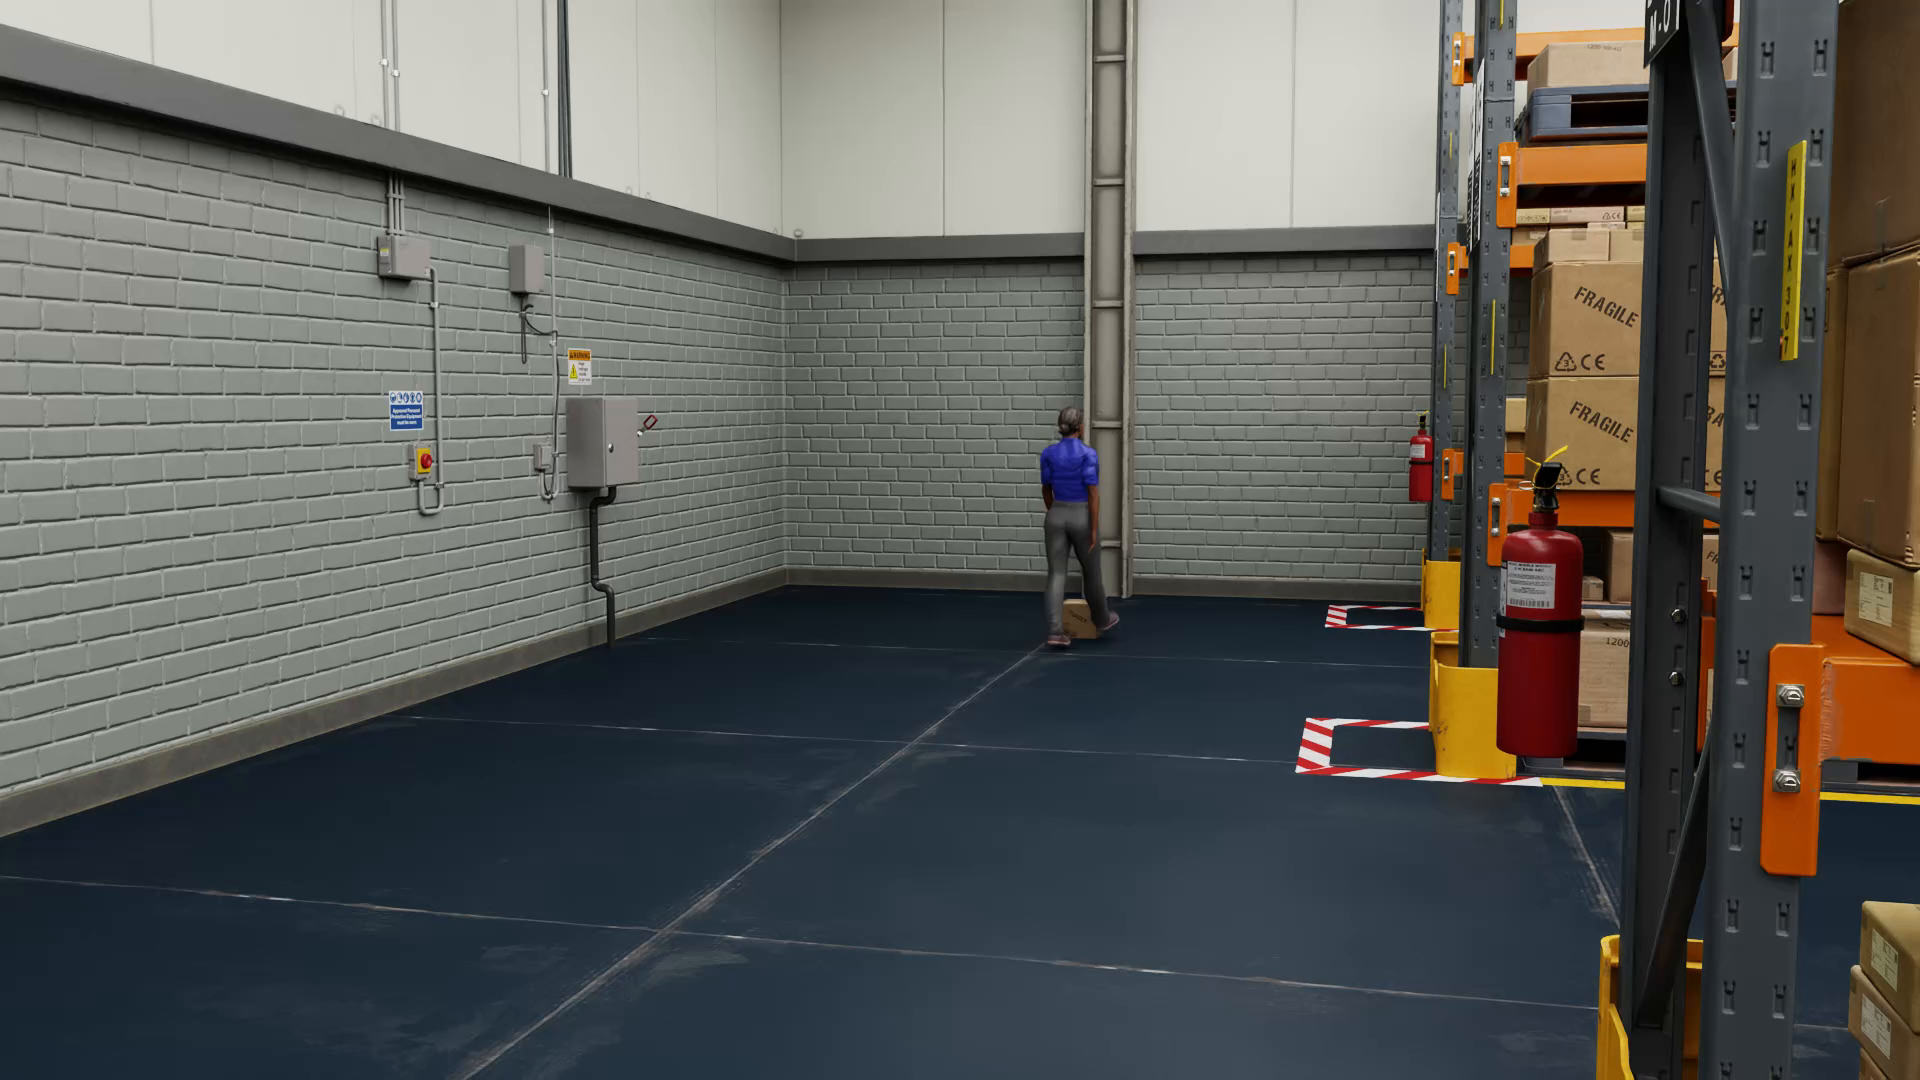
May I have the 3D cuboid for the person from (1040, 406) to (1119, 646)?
[{"bbox_3d":[0.796,-0.112,11.483,0.451,1.618,0.920,2,5,19],"label":"person"}]
